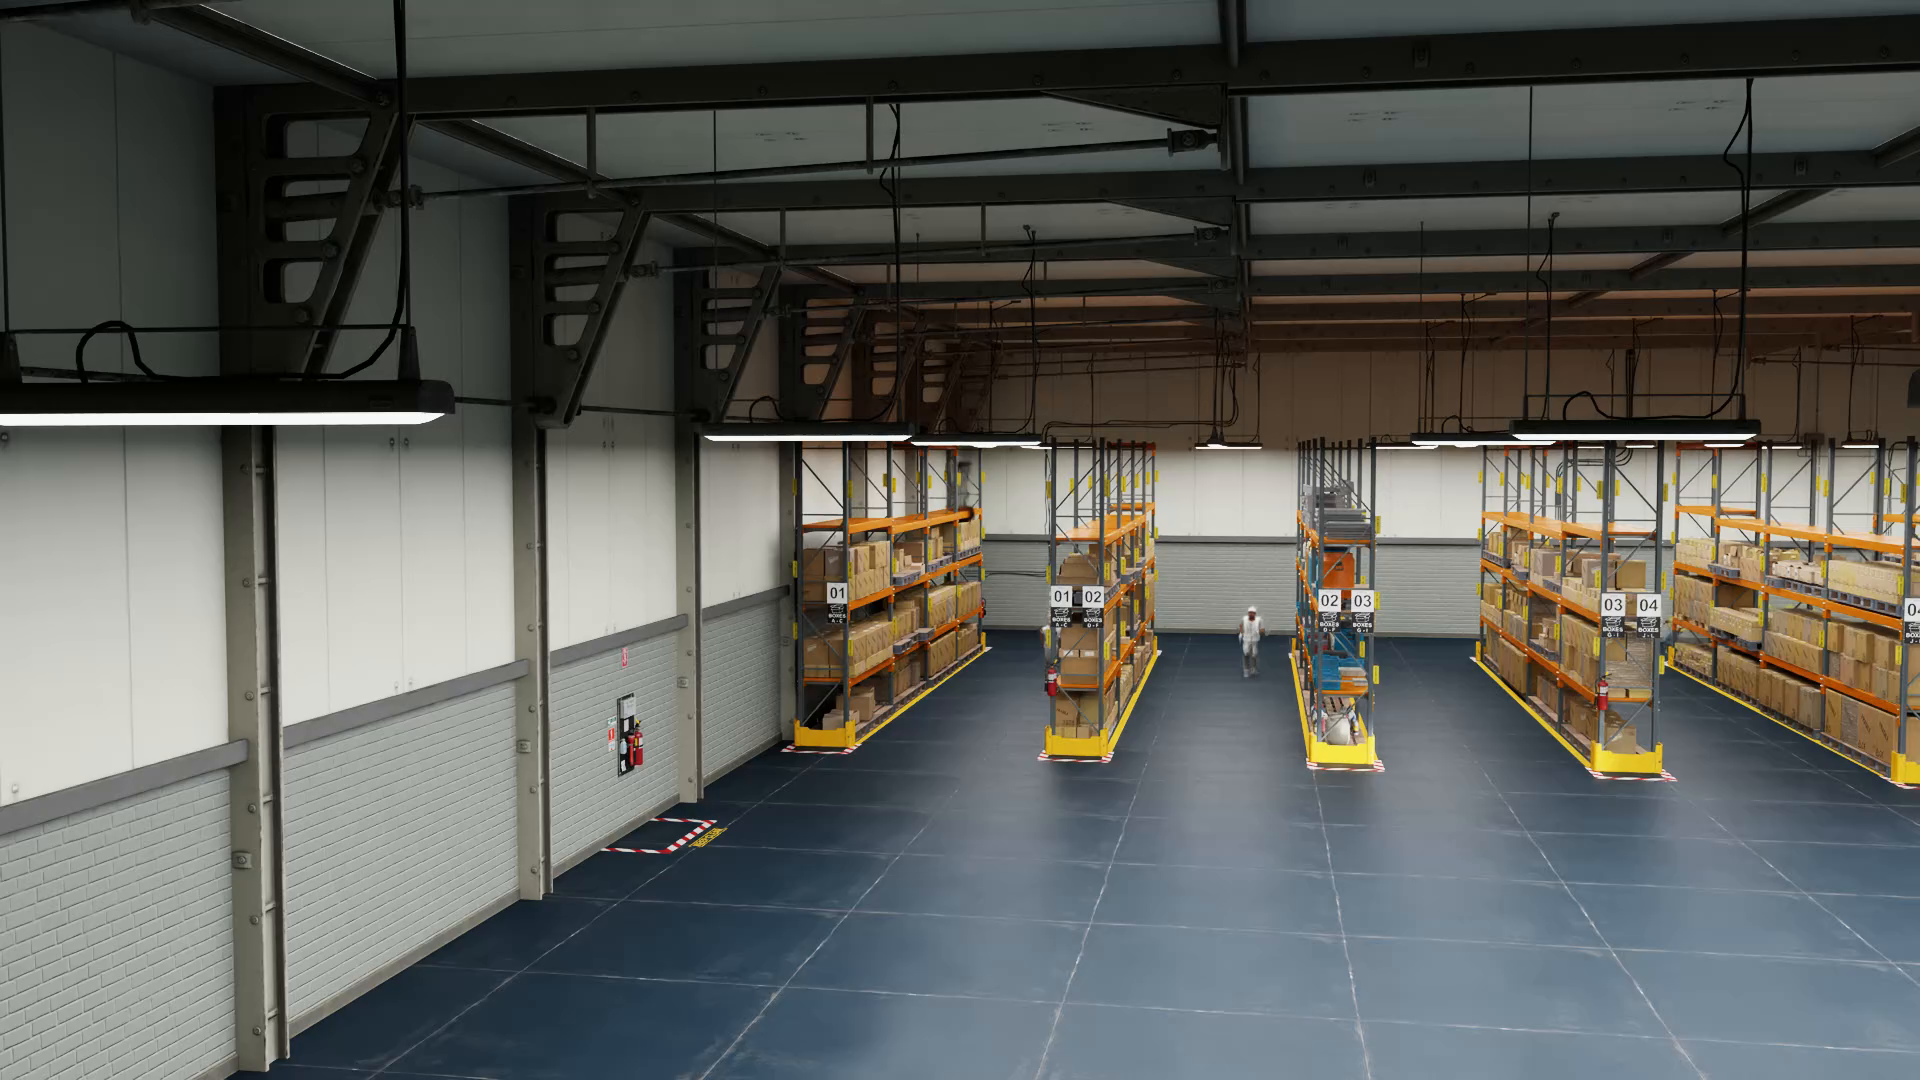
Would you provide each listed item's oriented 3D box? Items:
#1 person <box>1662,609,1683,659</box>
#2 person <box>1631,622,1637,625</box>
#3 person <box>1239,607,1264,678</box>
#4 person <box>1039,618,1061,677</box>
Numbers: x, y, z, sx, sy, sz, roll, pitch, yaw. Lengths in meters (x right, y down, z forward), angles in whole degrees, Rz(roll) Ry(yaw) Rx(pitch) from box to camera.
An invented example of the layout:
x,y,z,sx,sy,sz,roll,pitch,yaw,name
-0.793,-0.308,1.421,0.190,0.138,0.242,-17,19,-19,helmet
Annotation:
x,y,z,sx,sy,sz,roll,pitch,yaw,name
19.673,2.472,45.773,0.610,1.750,0.789,0,3,7,person
17.536,2.580,43.288,0.715,1.735,0.640,1,3,12,person
7.441,2.601,42.479,0.601,1.818,0.907,0,3,7,person
2.255,2.715,41.460,0.561,1.608,0.789,0,3,2,person
